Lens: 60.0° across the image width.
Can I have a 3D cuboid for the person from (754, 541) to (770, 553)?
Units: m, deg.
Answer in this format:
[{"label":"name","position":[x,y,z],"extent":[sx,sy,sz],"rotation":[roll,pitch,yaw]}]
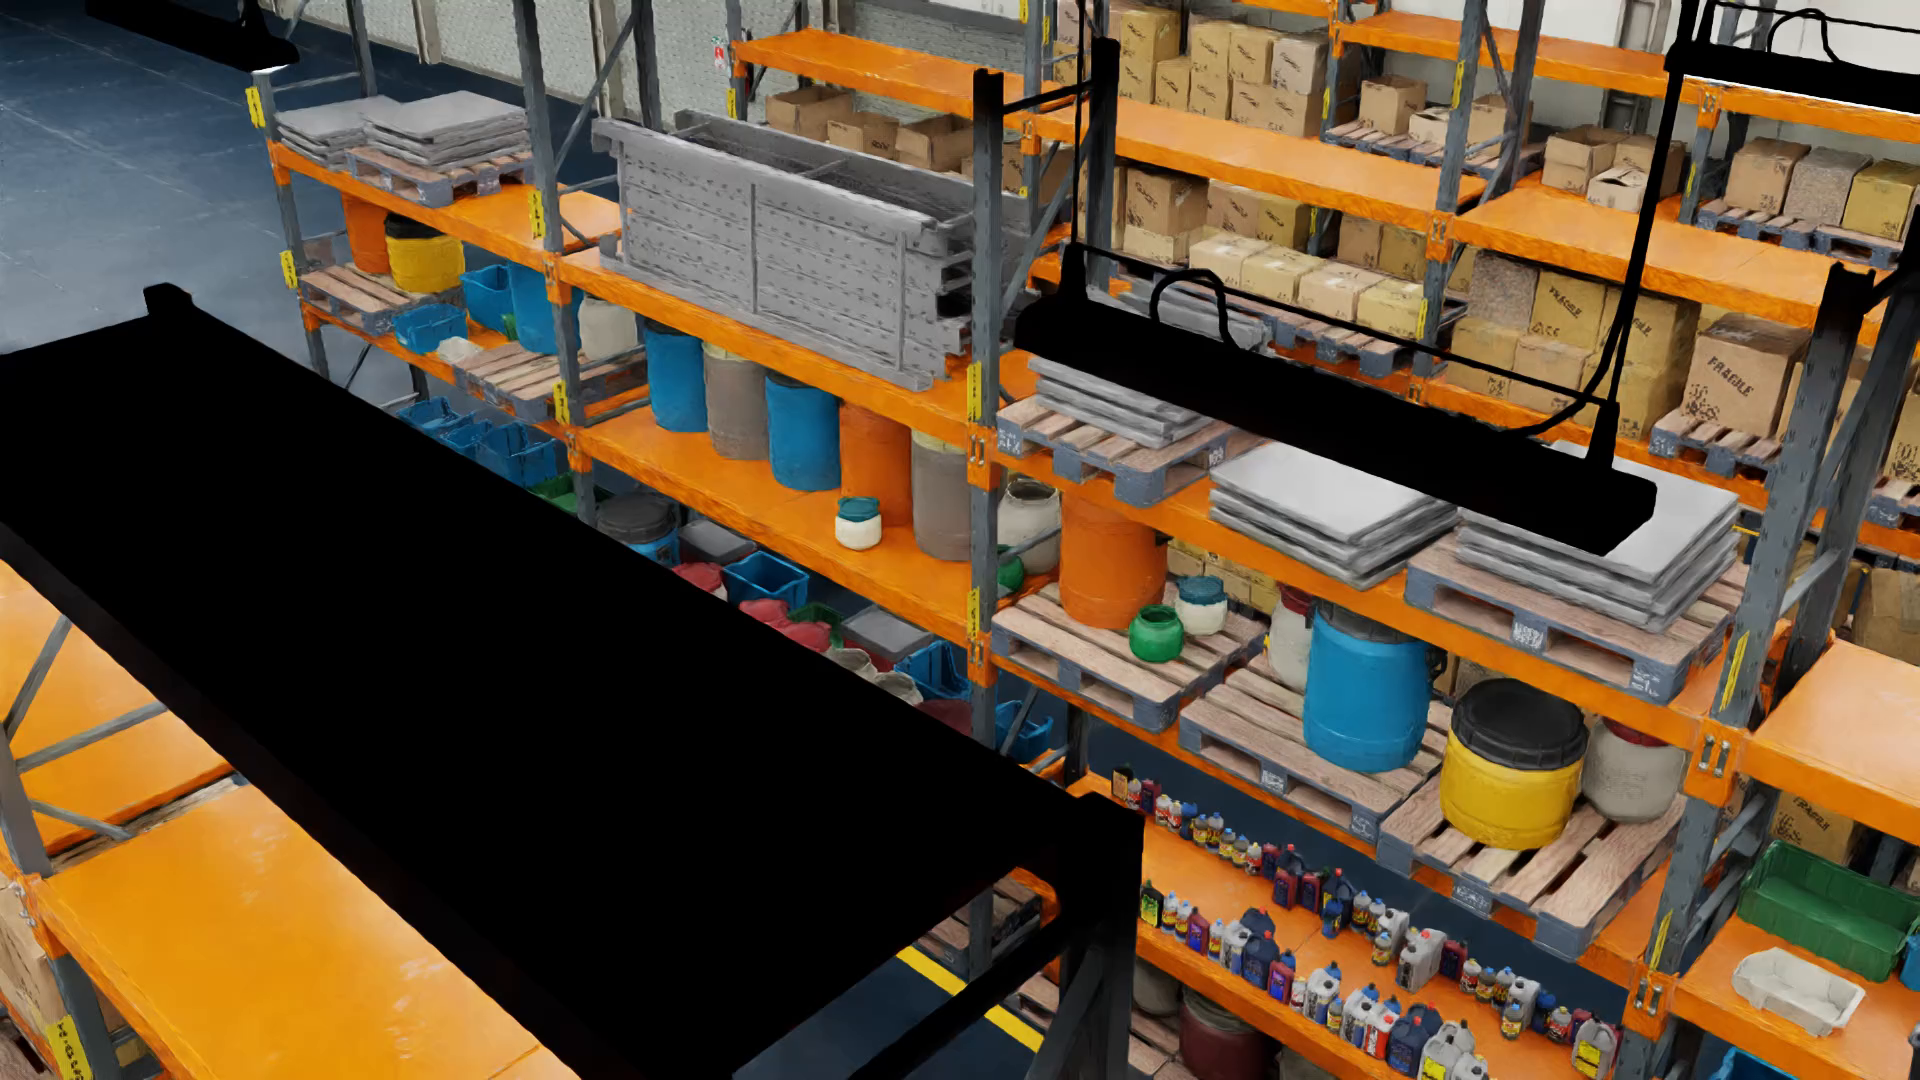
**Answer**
[{"label":"person","position":[-1.617,-0.478,15.378],"extent":[1.026,1.662,0.538],"rotation":[19,35,30]}]
